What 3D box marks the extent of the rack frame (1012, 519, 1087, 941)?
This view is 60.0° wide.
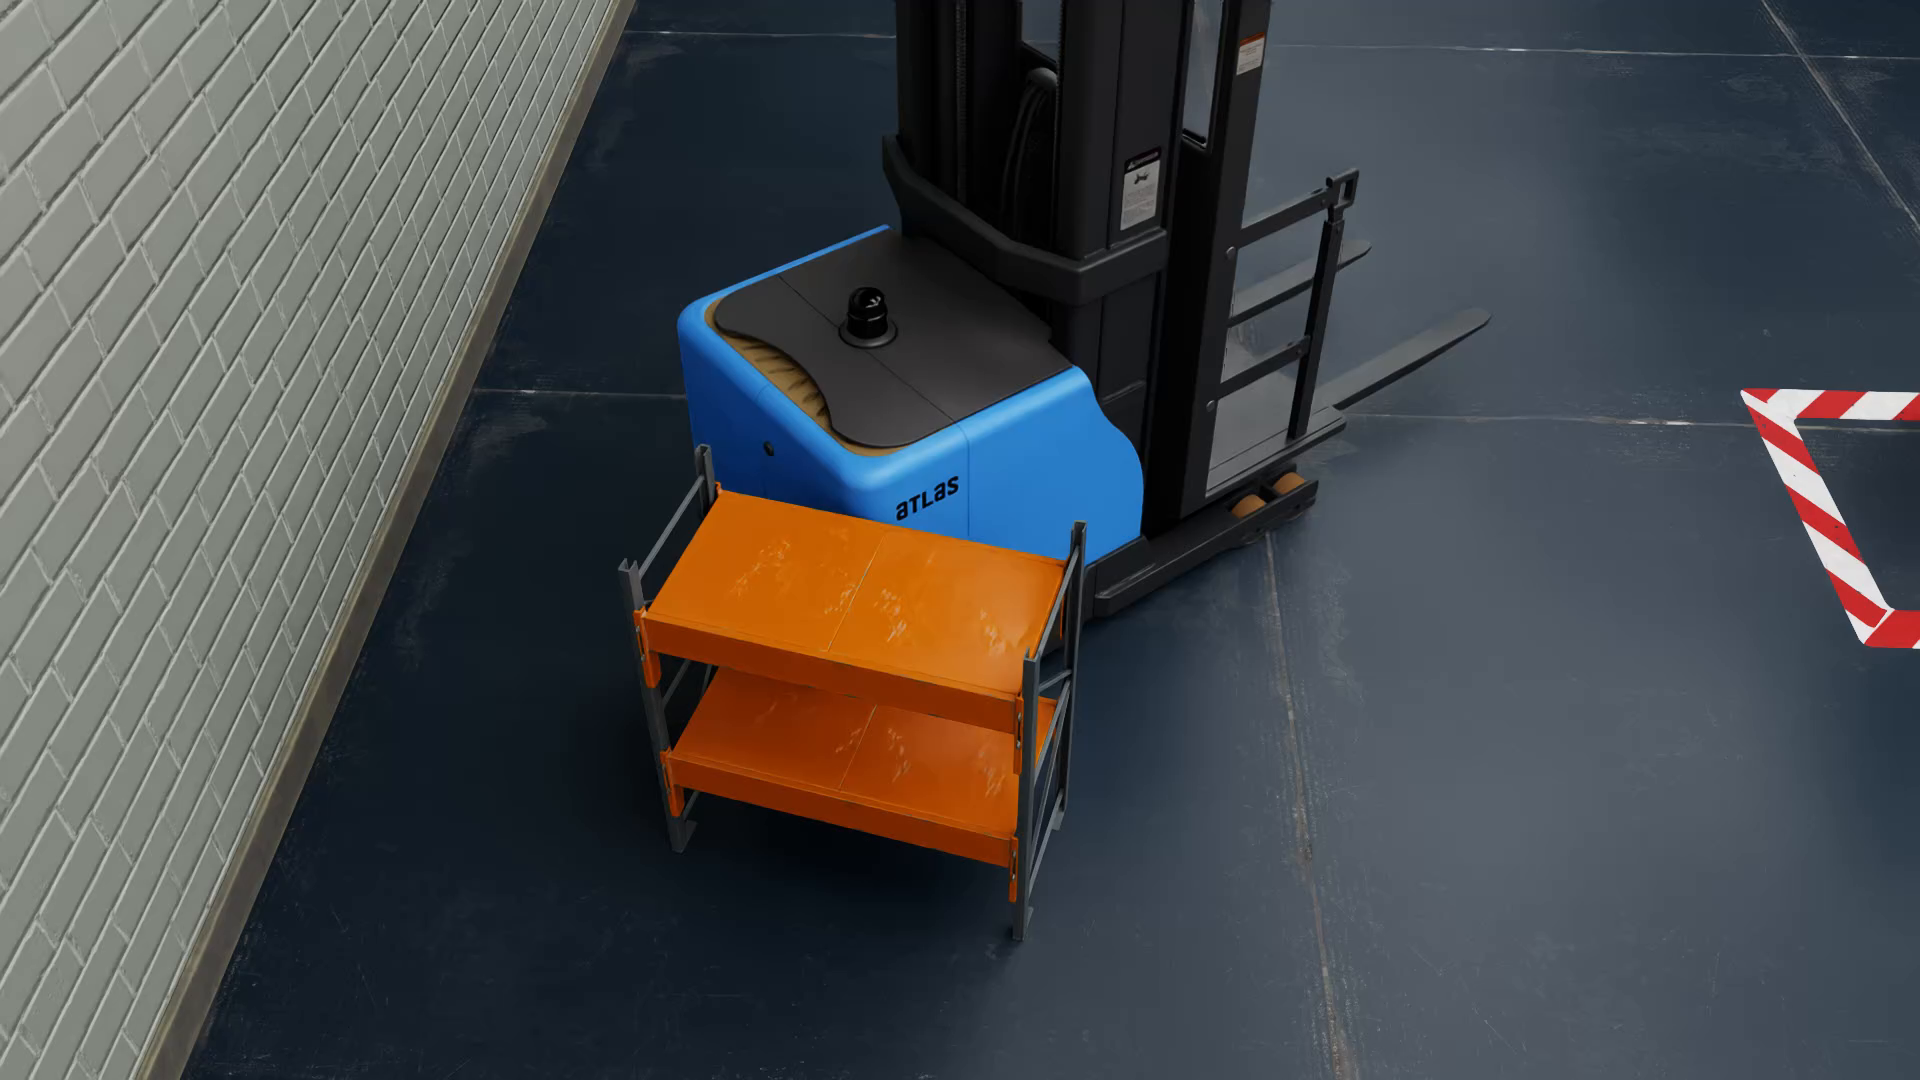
[{"bbox_3d":[0.231,0.525,4.362,0.032,1.125,0.500,12,44,12],"label":"rack frame"}]

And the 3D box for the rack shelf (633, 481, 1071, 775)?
[{"bbox_3d":[-0.255,0.210,4.270,1.000,0.278,0.538,12,44,12],"label":"rack shelf"}]

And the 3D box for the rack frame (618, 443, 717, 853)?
[{"bbox_3d":[-0.742,0.323,4.578,0.032,1.125,0.500,12,44,12],"label":"rack frame"}]

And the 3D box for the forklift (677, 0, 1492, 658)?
[{"bbox_3d":[0.624,-1.322,5.019,3.031,2.935,1.130,-27,50,-26],"label":"forklift"}]

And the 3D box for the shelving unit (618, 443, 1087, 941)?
[{"bbox_3d":[-0.255,0.424,4.470,1.048,1.125,0.538,12,44,12],"label":"shelving unit"}]

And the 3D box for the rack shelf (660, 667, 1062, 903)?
[{"bbox_3d":[-0.255,0.603,4.636,1.000,0.278,0.538,12,44,12],"label":"rack shelf"}]
